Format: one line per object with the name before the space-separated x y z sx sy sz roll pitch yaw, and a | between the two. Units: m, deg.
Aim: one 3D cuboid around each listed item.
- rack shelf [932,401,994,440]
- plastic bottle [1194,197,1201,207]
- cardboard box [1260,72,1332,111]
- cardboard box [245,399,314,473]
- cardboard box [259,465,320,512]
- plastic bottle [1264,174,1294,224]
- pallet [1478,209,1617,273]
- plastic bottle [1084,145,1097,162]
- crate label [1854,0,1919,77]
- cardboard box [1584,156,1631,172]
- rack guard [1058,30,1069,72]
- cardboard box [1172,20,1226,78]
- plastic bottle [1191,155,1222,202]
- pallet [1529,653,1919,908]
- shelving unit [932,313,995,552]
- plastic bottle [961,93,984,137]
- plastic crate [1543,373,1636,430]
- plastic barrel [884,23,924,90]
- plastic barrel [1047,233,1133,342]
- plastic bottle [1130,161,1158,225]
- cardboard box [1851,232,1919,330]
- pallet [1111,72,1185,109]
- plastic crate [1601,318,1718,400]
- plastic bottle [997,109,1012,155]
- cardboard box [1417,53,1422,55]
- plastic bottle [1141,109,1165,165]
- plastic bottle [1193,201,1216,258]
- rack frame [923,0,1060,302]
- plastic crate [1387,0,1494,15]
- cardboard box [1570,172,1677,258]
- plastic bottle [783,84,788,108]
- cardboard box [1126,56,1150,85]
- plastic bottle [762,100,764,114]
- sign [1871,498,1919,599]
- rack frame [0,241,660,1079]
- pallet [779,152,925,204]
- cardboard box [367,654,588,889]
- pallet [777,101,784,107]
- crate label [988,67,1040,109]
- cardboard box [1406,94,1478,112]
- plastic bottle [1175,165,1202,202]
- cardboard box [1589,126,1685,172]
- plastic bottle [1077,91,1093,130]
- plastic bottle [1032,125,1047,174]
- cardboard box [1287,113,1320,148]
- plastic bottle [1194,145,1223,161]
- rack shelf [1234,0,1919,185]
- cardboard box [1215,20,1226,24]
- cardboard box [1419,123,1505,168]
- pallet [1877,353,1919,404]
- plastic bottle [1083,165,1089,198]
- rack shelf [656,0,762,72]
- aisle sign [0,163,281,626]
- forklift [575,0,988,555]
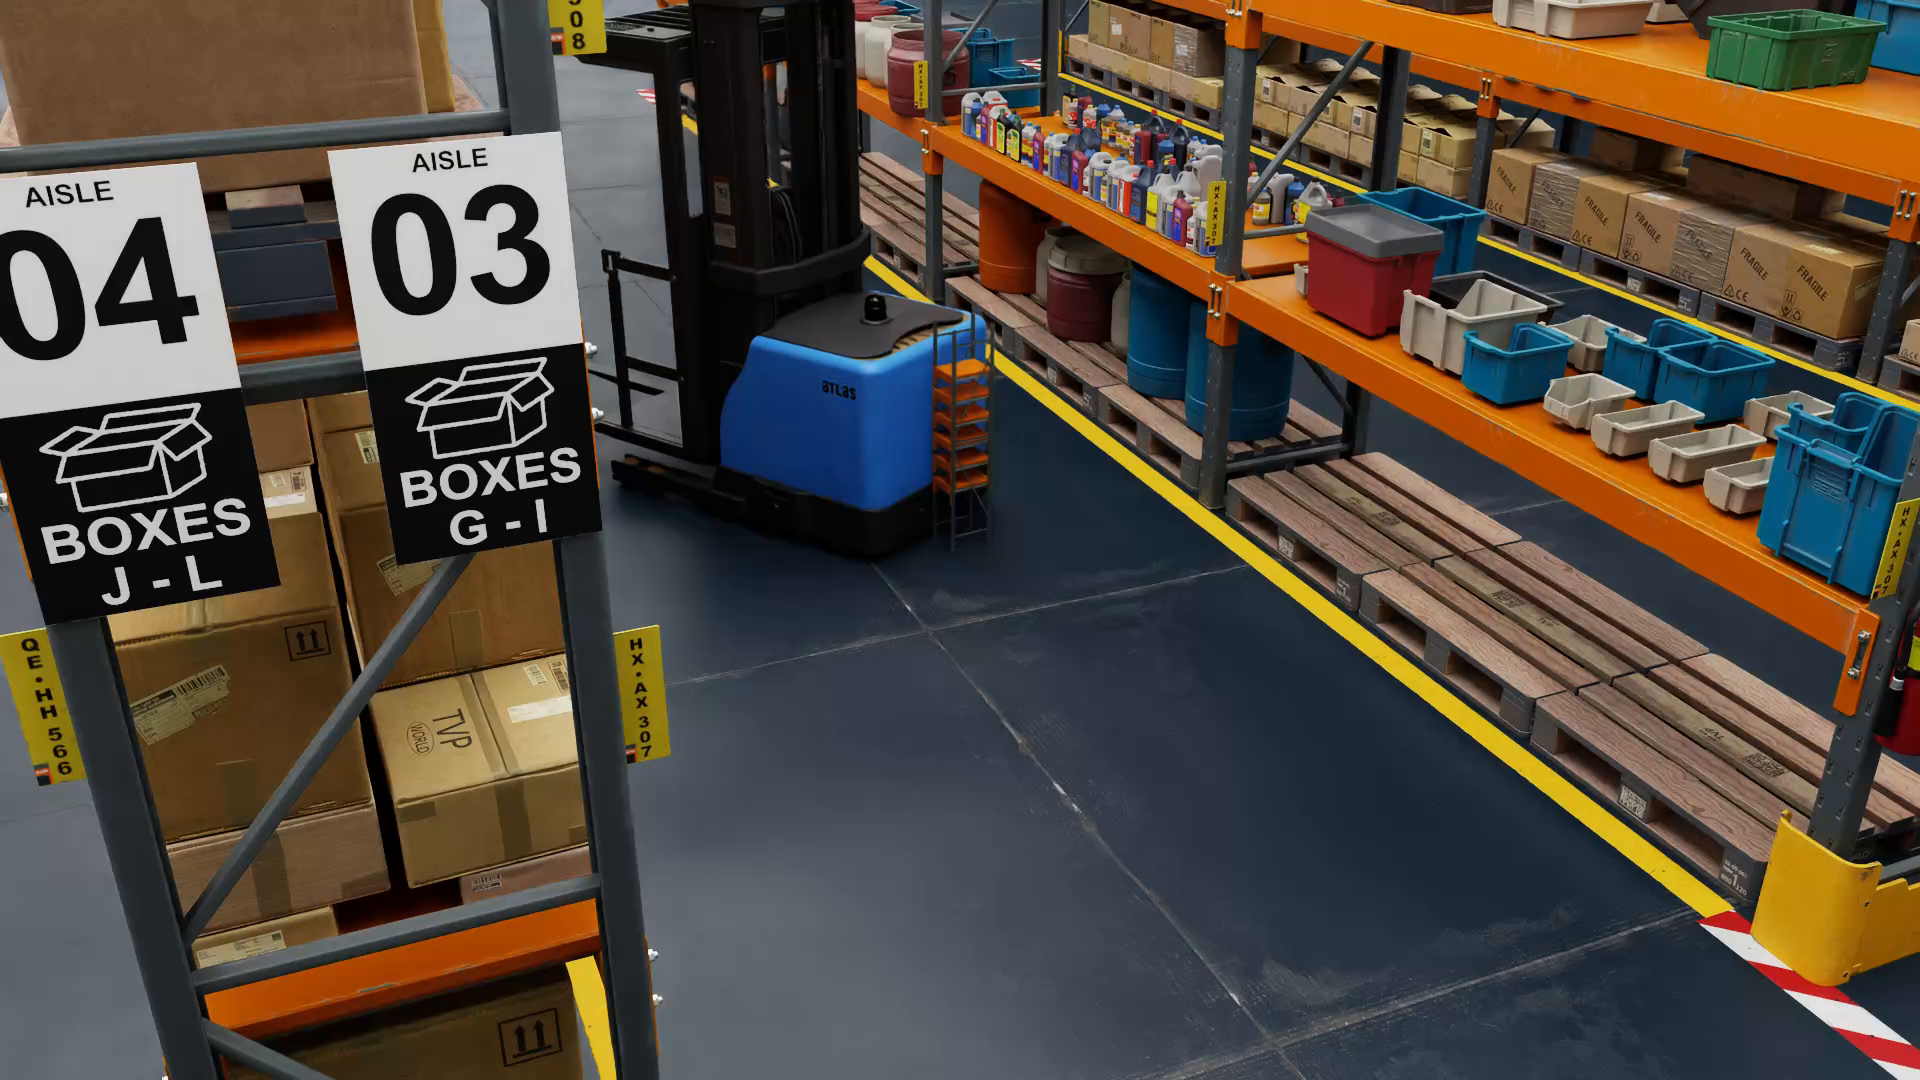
rack shelf | 0.015 -0.607 8.450 0.258 0.103 0.180 -14 29 -28
plastic bottle | 1.308 -1.805 9.253 0.097 0.201 0.097 0 26 0
cardboard box | 3.345 -4.485 16.534 0.500 0.311 0.500 -11 28 -21
cardboard box | -2.416 -0.519 5.372 0.500 0.500 0.500 -11 28 -22
cardboard box | -2.421 -0.185 5.541 0.500 0.250 0.500 -10 28 -19
plastic bottle | 1.821 -1.958 9.483 0.152 0.276 0.135 -11 28 -21
pallet | 5.046 -2.517 13.665 1.003 0.211 1.213 -11 28 -21
plastic bottle | 0.792 -2.265 10.117 0.097 0.271 0.097 0 26 0
crate label | 3.298 -1.708 5.580 0.408 0.251 0.502 -11 28 -21
cardboard box | 5.370 -2.815 13.445 0.500 0.500 0.500 -9 28 -19
rack guard | 1.646 -6.194 20.867 1.175 0.500 0.348 -11 28 -21
cardboard box | 2.654 -5.337 18.062 0.500 0.500 0.500 -11 28 -21
plastic bottle | 1.462 -2.158 9.892 0.152 0.276 0.135 -11 28 -21
pallet | 3.074 0.914 6.636 1.003 0.211 1.213 -11 28 -21
shelving unit | 0.014 -0.539 8.483 0.258 1.200 0.189 -14 29 -28
plastic bottle | 0.101 -2.943 11.499 0.152 0.276 0.135 -11 28 -21
plastic crate | 2.511 -0.550 6.689 0.298 0.136 0.250 -11 28 -21
plastic barrel | -0.371 -3.657 12.695 0.421 0.512 0.421 0 26 0
plastic barrel | 0.878 -1.683 11.048 0.600 0.588 0.708 -11 28 -21
plastic bottle | 1.062 -1.981 9.445 0.144 0.351 0.185 -11 28 -21
cardboard box | 6.389 -1.775 11.314 0.500 0.500 0.500 -12 28 -23
pallet | 2.467 -5.261 19.285 1.003 0.211 1.213 -11 28 -21
plastic crate | 2.935 -0.760 7.009 0.416 0.233 0.300 -11 28 -21
plastic bottle | 0.292 -2.697 10.988 0.061 0.283 0.133 -11 28 -21
cardboard box | 4.181 -4.281 14.385 0.380 0.149 0.250 -11 28 -21
plastic bottle | 1.251 -2.584 10.679 0.144 0.351 0.185 -11 28 -21
plastic bottle | 1.343 -1.662 8.876 0.152 0.276 0.135 -11 28 -21
rack frame | 0.229 -3.229 11.944 1.000 3.000 0.127 -11 28 -21
plastic crate | 2.029 -2.354 6.883 0.497 0.269 0.590 -11 28 -21
cardboard box | 5.105 -2.506 12.811 0.500 0.500 0.500 -11 28 -21
plastic bottle | -1.806 -4.644 17.438 0.061 0.283 0.133 -11 28 -21
cardboard box | 2.246 -5.400 19.047 0.500 0.250 0.500 -11 28 -21
plastic bottle | -1.930 -4.139 16.326 0.144 0.351 0.185 -12 29 -23
sign | 2.862 0.029 5.086 0.100 0.325 0.005 -11 28 -21
rack frame | -1.196 0.852 3.586 1.000 3.000 0.127 -11 28 -21
pallet | -0.994 -3.280 15.227 1.003 0.211 1.213 -11 28 -21
cardboard box | -1.135 0.546 4.046 0.500 0.250 0.500 -11 28 -22
pallet | -2.044 -4.362 17.443 1.003 0.211 1.213 -11 28 -21
crate label | 0.409 -3.388 12.461 0.303 0.233 0.416 -11 28 -21
cardboard box | 4.442 -3.962 15.462 0.500 0.311 0.500 -11 28 -22
plastic bottle | 1.267 -1.931 9.343 0.144 0.351 0.185 -11 28 -21
cardboard box | 5.396 -3.130 13.235 0.500 0.250 0.500 -9 28 -19
plastic bottle | 0.870 -2.993 11.594 0.061 0.283 0.133 -11 28 -21
plastic bottle | 0.511 -2.472 10.526 0.061 0.283 0.133 -11 28 -21
cardboard box | 3.556 -4.025 16.231 0.500 0.250 0.500 -11 28 -22
plastic bottle | 1.511 -2.278 10.138 0.152 0.276 0.135 -11 28 -21
rack shelf | 2.578 -1.831 6.482 1.077 0.370 4.000 -11 28 -21
cardboard box | 3.125 -5.425 18.242 0.500 0.500 0.500 -11 28 -21
cardboard box | 4.356 -3.452 14.418 0.500 0.311 0.500 -10 28 -19
pallet | 6.622 -0.933 10.420 1.003 0.211 1.213 -11 28 -21
plastic bottle | 0.789 -2.169 10.000 0.097 0.201 0.097 0 26 0
rack shelf | -2.121 -5.328 17.063 1.077 0.370 4.000 -11 28 -21
aisle sign | -1.444 -0.236 2.851 0.394 0.787 0.004 -11 28 -21
forklift | -1.343 -1.736 8.964 3.031 2.935 1.130 17 31 31
